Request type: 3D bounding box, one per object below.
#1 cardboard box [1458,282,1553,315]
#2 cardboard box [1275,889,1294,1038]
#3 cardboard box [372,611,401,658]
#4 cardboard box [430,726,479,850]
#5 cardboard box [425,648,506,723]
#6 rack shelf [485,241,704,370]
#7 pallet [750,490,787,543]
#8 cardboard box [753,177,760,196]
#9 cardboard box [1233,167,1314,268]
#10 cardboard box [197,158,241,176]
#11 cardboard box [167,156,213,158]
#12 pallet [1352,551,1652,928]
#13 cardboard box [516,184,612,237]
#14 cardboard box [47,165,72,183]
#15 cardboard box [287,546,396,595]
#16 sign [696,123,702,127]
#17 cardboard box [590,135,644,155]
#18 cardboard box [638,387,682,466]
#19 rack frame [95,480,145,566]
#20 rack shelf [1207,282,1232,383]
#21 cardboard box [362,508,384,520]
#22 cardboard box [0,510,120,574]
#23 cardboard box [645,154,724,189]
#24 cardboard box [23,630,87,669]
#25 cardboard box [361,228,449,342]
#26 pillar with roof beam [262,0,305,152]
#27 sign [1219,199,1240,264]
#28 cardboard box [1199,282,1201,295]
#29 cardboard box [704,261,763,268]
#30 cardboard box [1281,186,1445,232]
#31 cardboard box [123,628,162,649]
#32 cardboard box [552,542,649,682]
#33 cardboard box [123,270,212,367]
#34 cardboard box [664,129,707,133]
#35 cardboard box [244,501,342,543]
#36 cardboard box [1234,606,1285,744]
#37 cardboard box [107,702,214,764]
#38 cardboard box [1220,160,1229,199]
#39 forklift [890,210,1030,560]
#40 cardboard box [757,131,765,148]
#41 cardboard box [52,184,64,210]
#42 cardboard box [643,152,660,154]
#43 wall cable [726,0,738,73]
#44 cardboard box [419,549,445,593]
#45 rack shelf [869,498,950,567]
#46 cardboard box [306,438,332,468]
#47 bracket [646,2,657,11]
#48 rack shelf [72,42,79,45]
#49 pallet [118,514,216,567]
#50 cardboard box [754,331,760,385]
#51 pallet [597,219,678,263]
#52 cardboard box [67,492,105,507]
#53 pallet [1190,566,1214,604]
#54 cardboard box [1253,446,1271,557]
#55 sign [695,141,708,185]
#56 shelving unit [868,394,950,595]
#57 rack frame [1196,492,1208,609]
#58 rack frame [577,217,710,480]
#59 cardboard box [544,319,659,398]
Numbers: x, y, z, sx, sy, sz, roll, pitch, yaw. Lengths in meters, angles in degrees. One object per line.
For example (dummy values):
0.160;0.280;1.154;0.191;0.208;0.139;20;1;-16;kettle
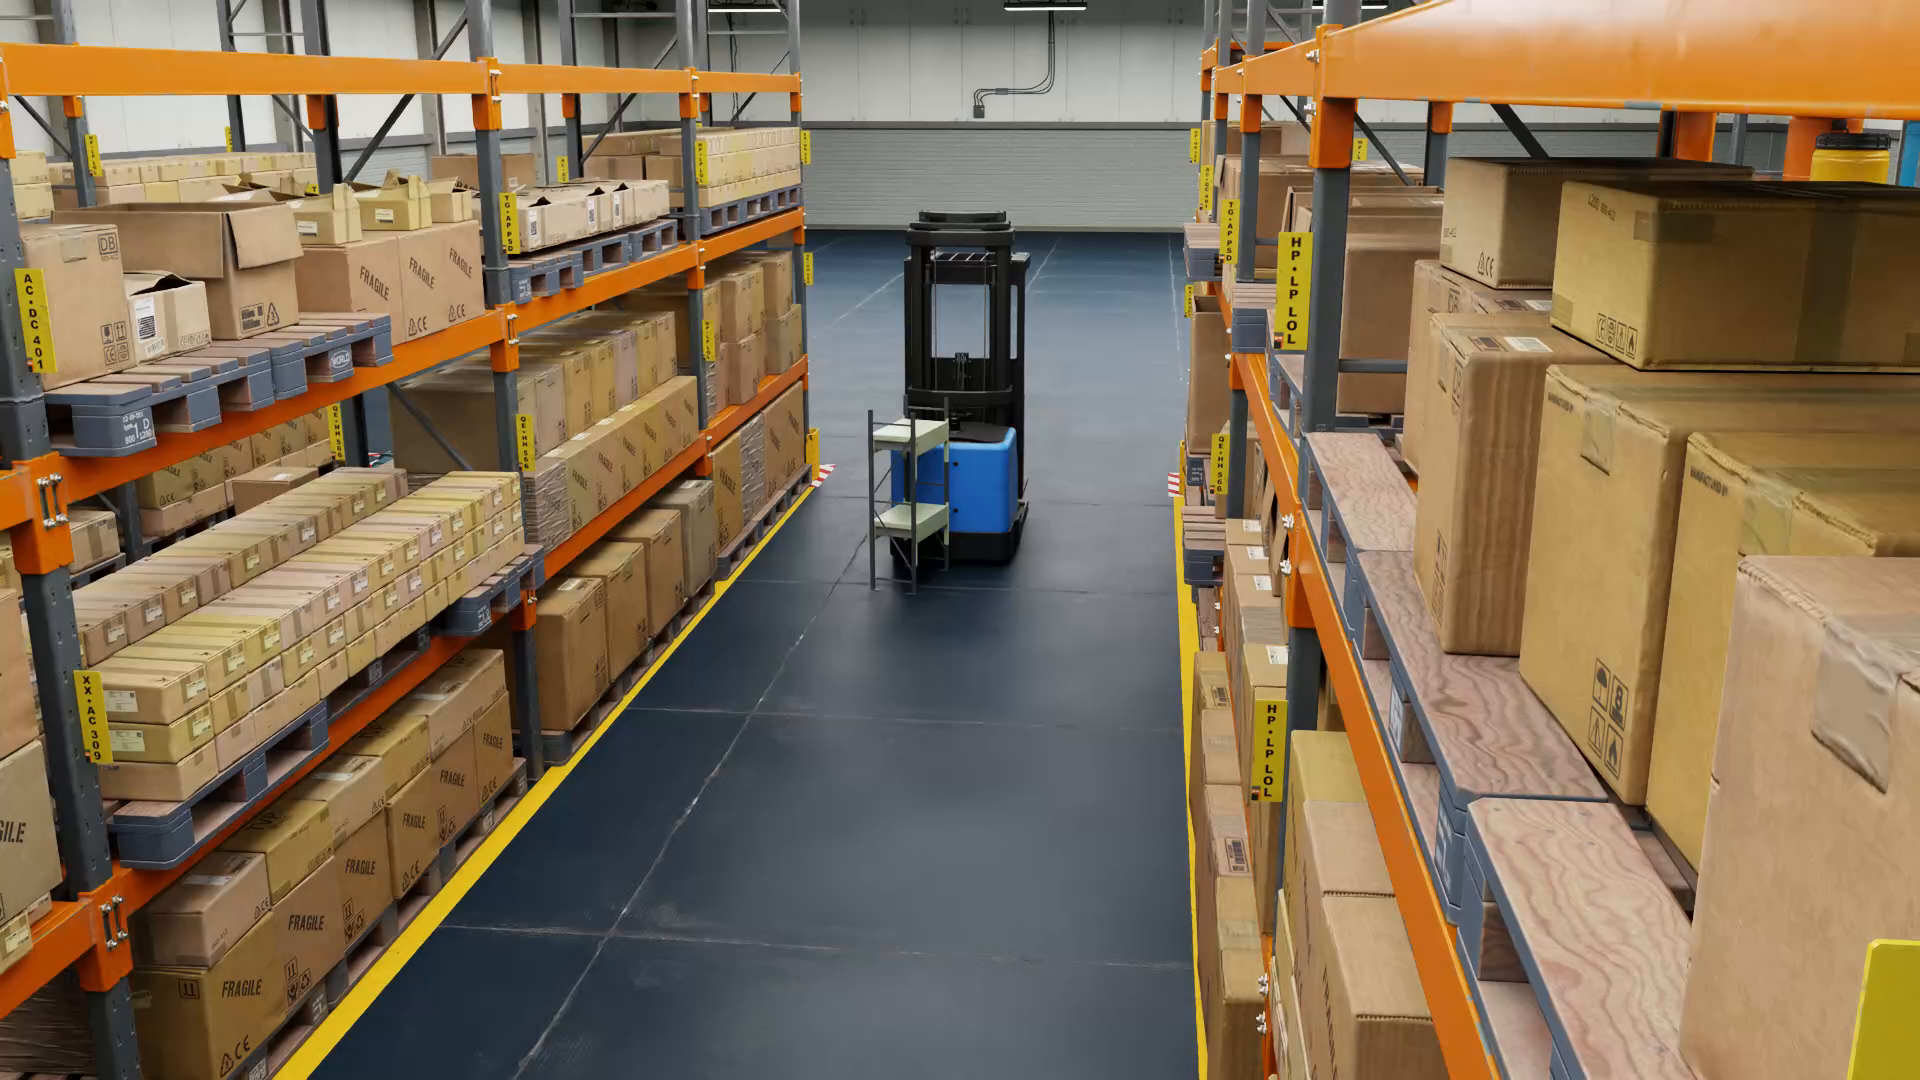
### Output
1.380;-0.234;3.347;0.700;0.500;0.500;2;15;9;cardboard box
1.160;1.212;4.650;0.500;0.250;0.500;1;15;5;cardboard box
-2.768;0.423;7.529;0.380;0.149;0.250;1;15;4;cardboard box
-2.869;1.276;8.680;0.500;0.500;0.500;2;15;9;cardboard box
-2.809;0.786;9.055;0.500;0.250;0.500;1;15;5;cardboard box
-2.766;-1.660;11.186;1.077;0.370;4.000;2;15;6;rack shelf
-2.242;-0.244;15.660;1.003;0.211;1.213;2;15;6;pallet
-1.990;-3.135;14.747;0.380;0.149;0.250;2;15;7;cardboard box
1.730;-1.737;8.943;0.500;0.500;0.500;2;15;8;cardboard box
-6.904;-3.452;15.387;0.380;0.149;0.250;2;15;8;cardboard box
-7.399;-3.602;15.942;0.380;0.149;0.250;2;15;6;cardboard box
1.231;0.291;2.761;1.003;0.211;1.213;2;15;6;pallet
-2.577;-2.141;10.761;0.500;0.311;0.500;1;15;5;cardboard box
-7.699;-3.068;13.967;0.380;0.149;0.250;1;15;5;cardboard box
-2.770;0.134;7.456;0.380;0.149;0.250;2;15;8;cardboard box
-2.640;-4.041;16.789;0.100;0.325;0.005;2;15;6;sign
-2.787;-3.210;13.499;0.380;0.149;0.250;2;15;6;cardboard box
-2.391;-0.852;12.375;0.500;0.500;0.500;2;15;6;cardboard box
-7.471;-1.198;13.844;1.000;3.000;0.127;2;15;6;rack frame
2.150;-1.488;10.549;1.077;0.370;4.000;2;15;6;rack shelf
-3.275;-0.076;8.802;0.380;0.149;0.250;2;15;9;cardboard box
-7.527;0.004;13.629;0.950;0.372;0.625;2;15;7;cardboard box
-2.207;-2.967;13.362;0.500;0.250;0.500;2;15;7;cardboard box
-3.563;0.449;6.293;0.380;0.149;0.250;1;15;5;cardboard box
-2.848;-1.251;8.104;0.500;0.500;0.500;2;15;6;cardboard box
-7.294;-8.108;27.906;9.100;9.000;0.400;2;15;6;pillar with roof beam
1.386;-1.582;8.530;0.100;0.325;0.005;2;15;6;sign
2.266;-1.964;14.003;0.500;0.500;0.500;2;15;6;cardboard box
-2.338;-2.327;15.667;0.875;0.550;0.550;2;15;6;cardboard box
1.928;-1.408;7.875;0.797;0.503;0.637;3;15;10;cardboard box
-3.509;0.459;6.824;0.380;0.149;0.250;1;15;4;cardboard box
-2.739;0.461;11.218;1.050;0.750;0.750;2;15;7;cardboard box
-3.136;-0.833;6.115;0.500;0.311;0.500;1;15;5;cardboard box
-2.559;-3.737;15.448;0.380;0.149;0.250;1;15;5;cardboard box
-3.327;-0.093;8.297;0.380;0.149;0.250;1;15;4;cardboard box
1.431;0.598;7.013;0.500;0.500;0.500;2;15;6;cardboard box
-2.942;0.683;5.996;0.380;0.149;0.250;2;15;7;cardboard box
2.119;-2.243;10.961;0.797;0.503;0.637;2;15;9;cardboard box
0.068;-1.578;15.384;1.130;2.935;3.031;2;15;6;forklift
-1.962;-3.585;14.885;0.380;0.149;0.250;2;15;7;cardboard box
-7.688;-2.840;13.888;0.500;0.250;0.500;2;15;6;cardboard box
-2.683;-3.115;13.909;0.500;0.250;0.500;2;15;6;cardboard box
-5.206;-14.487;47.773;3.097;2.526;0.112;2;15;6;wall cable
-2.710;0.143;7.994;0.380;0.149;0.250;2;15;6;cardboard box
-0.413;-0.070;13.797;0.431;0.370;0.720;6;16;20;rack shelf
-6.846;-0.887;17.158;0.500;0.250;0.500;2;15;6;cardboard box
-8.874;-15.352;47.803;0.235;0.232;0.430;2;15;6;bracket
-7.245;-4.263;15.074;1.077;0.370;4.000;2;15;6;rack shelf
-7.430;-0.027;14.856;1.003;0.211;1.213;2;15;6;pallet
-2.333;-1.667;15.292;0.875;0.550;0.500;2;15;6;cardboard box
-2.595;-2.194;12.151;0.805;0.209;1.217;1;15;4;pallet
-7.670;-0.596;14.647;0.500;0.500;0.500;1;15;5;cardboard box
2.417;0.265;13.777;1.003;0.211;1.213;2;15;6;pallet
1.826;-0.212;8.085;0.797;0.503;0.637;2;15;8;cardboard box
-2.000;-2.914;12.852;0.100;0.325;0.005;2;15;6;sign
-0.413;-0.385;13.712;0.431;1.500;0.755;6;16;20;shelving unit
2.376;-0.906;12.765;1.000;3.000;0.127;2;15;6;rack frame
-2.541;-1.078;13.402;1.000;3.000;0.127;2;15;6;rack frame
-2.647;-1.347;12.288;0.700;0.500;0.500;1;15;5;cardboard box
